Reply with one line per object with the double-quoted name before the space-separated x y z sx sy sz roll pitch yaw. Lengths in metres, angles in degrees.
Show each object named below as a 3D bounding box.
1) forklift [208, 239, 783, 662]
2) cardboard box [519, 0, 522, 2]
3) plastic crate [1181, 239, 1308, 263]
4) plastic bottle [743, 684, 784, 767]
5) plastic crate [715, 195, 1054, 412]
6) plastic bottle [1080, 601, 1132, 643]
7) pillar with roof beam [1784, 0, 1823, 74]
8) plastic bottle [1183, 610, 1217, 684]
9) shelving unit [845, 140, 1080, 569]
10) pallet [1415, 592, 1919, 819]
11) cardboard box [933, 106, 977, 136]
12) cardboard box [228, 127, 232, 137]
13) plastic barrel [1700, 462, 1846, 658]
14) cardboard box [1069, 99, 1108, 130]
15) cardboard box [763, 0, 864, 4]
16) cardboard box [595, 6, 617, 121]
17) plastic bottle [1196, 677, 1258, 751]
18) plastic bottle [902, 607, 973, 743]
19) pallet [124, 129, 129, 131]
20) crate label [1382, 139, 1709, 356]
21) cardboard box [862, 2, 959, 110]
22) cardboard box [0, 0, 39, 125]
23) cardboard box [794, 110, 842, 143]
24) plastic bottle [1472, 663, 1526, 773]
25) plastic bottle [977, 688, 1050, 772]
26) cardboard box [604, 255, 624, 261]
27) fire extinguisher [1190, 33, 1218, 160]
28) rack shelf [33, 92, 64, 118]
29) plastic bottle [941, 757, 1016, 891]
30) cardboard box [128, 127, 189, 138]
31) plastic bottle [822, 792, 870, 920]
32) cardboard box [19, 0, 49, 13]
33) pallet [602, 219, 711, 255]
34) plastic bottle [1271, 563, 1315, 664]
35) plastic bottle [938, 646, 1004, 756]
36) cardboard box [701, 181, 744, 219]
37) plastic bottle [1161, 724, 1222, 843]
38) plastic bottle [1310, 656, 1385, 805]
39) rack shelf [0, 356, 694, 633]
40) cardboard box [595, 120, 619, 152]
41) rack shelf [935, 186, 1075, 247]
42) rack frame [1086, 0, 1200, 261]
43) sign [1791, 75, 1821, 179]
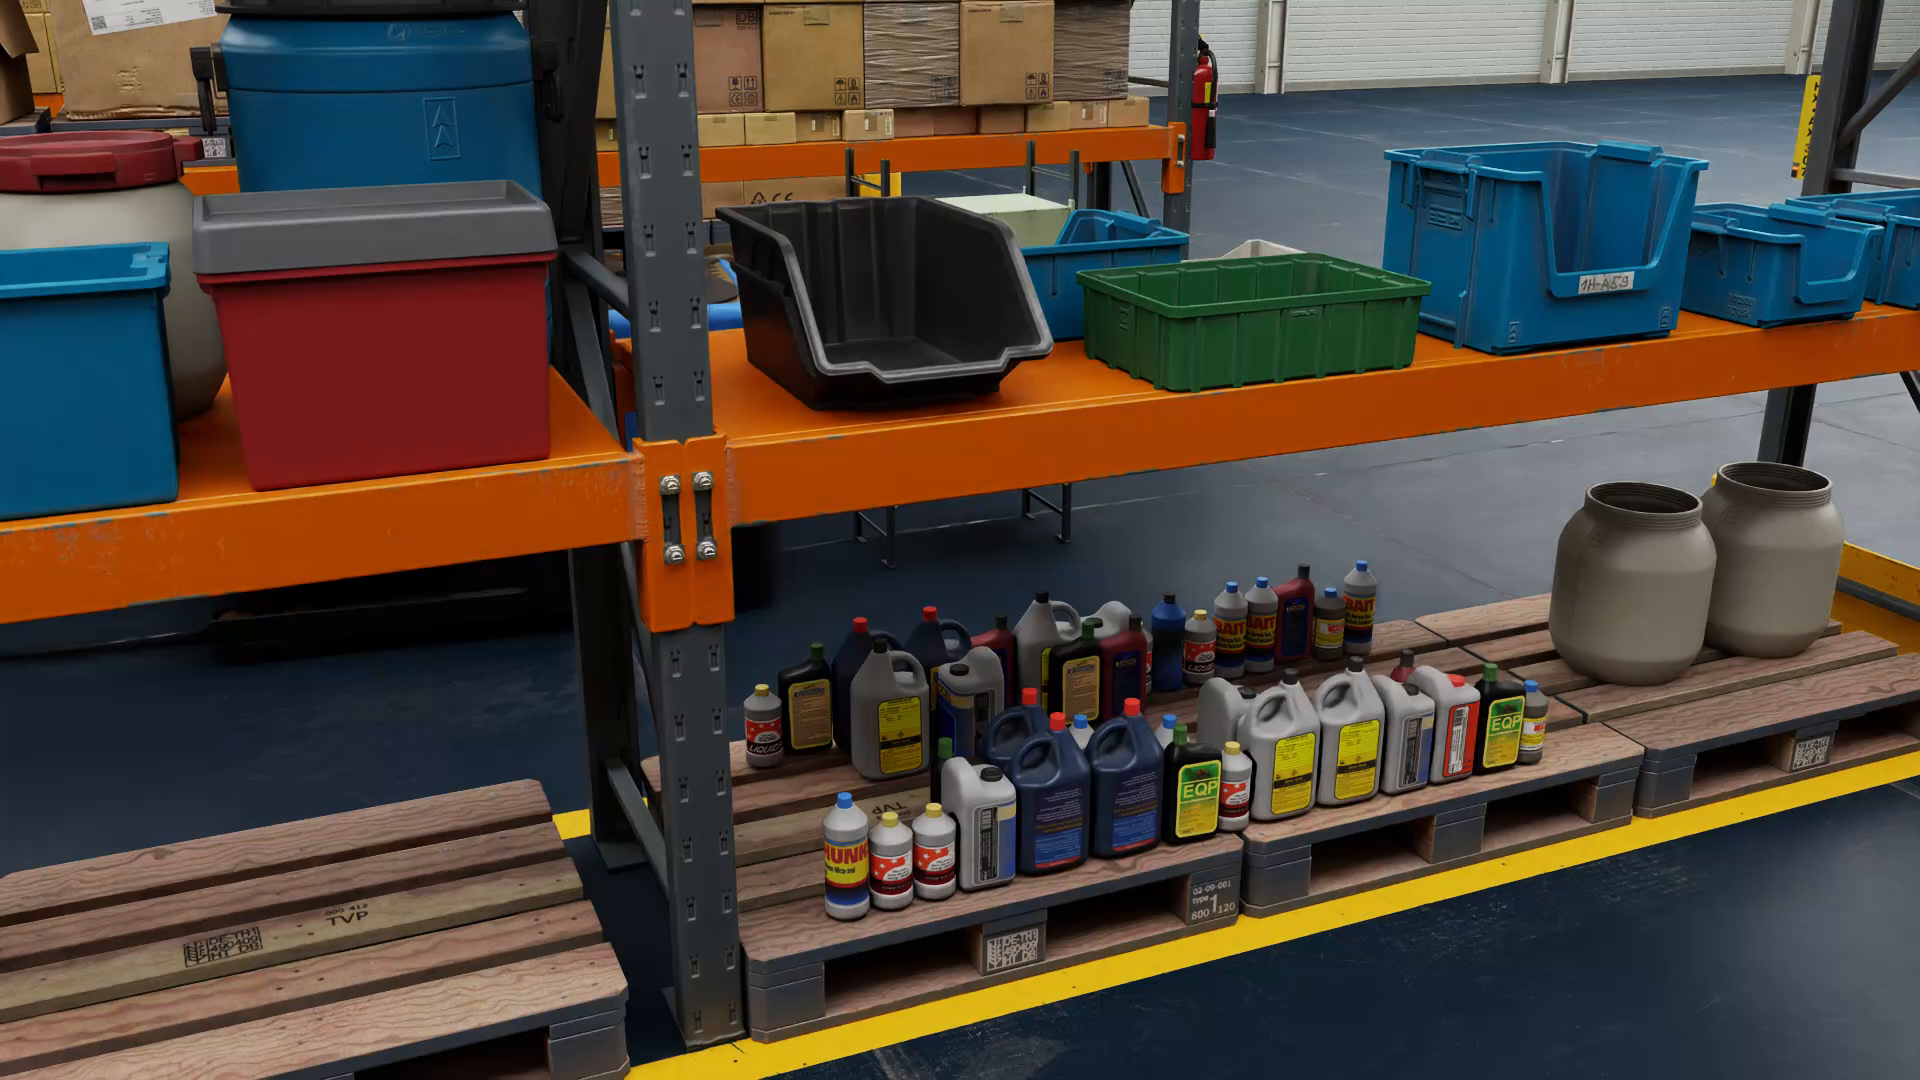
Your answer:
"forklift" -2.205 -1.182 5.465 3.031 2.935 1.130 -5 20 -14
"cardboard box" -2.158 -2.655 7.442 0.500 0.500 0.500 -8 21 -22
"plastic crate" 0.681 -0.670 4.306 0.437 0.136 0.530 -8 21 -22
"plastic bottle" -0.500 0.466 4.233 0.097 0.201 0.097 0 19 0
"plastic crate" -0.179 -0.505 3.532 0.504 0.338 0.767 -8 21 -22
"plastic bottle" 0.391 0.313 4.555 0.135 0.276 0.152 -8 21 -21
"pillar with roof beam" 17.852 -11.933 26.863 0.400 9.000 9.100 -8 21 -22
"plastic bottle" 0.677 0.297 4.712 0.097 0.201 0.097 0 19 0
"shelving unit" 0.006 -0.708 6.275 0.755 1.500 0.431 -8 21 -22
"pallet" 2.164 0.415 5.026 1.213 0.211 1.003 -8 21 -22
"cardboard box" -0.099 -2.192 8.608 0.250 0.149 0.380 -8 21 -22
"cardboard box" -5.078 -2.568 12.053 0.750 0.750 1.050 -8 21 -22
"plastic barrel" 2.389 0.055 4.962 0.421 0.512 0.421 0 19 0
"cardboard box" 0.591 -2.289 8.884 0.250 0.149 0.380 -8 21 -22
"cardboard box" -0.785 -2.856 8.013 0.500 0.500 0.500 -8 21 -22
"cardboard box" -1.761 -2.297 7.931 0.500 0.500 0.875 -8 21 -22
"plastic bottle" 0.678 0.471 4.106 0.135 0.276 0.152 -8 21 -22
"plastic bottle" -0.057 0.340 4.365 0.185 0.351 0.144 -9 21 -25
"pallet" -10.350 -4.964 20.301 1.213 0.211 1.003 -8 21 -22
"crate label" 1.380 -0.722 4.003 0.616 0.435 0.502 -8 21 -22
"cardboard box" -0.403 -2.509 8.533 0.500 0.500 0.875 -8 21 -22
"cardboard box" -4.227 -2.005 6.911 0.637 0.503 0.797 -6 20 -16
"cardboard box" -0.772 -2.080 8.292 0.250 0.149 0.380 -8 21 -22
"plastic bottle" 1.350 0.440 4.183 0.133 0.283 0.061 -8 21 -21
"plastic bottle" 0.139 0.515 3.870 0.185 0.351 0.144 -8 21 -22
"cardboard box" -1.766 -1.151 8.407 0.500 0.500 0.500 -2 19 -5
"fire extinguisher" 1.289 -2.378 8.877 0.183 0.674 0.296 -8 21 -22
"rack shelf" -6.380 -2.938 11.432 4.000 0.370 1.077 -8 21 -22
"plastic bottle" 0.042 0.614 3.699 0.135 0.276 0.152 -7 21 -20
"cardboard box" -7.736 -3.829 16.206 0.625 0.372 0.950 -7 21 -19
"plastic bottle" -0.244 0.667 3.556 0.097 0.271 0.097 0 19 0
"cardboard box" -6.397 -3.791 11.116 0.500 0.500 0.700 -8 21 -22
"pallet" -2.692 -2.463 13.198 1.213 0.211 1.003 -8 21 -22
"plastic bottle" 0.960 0.211 4.832 0.133 0.283 0.061 -8 21 -21
"plastic bottle" 0.025 0.417 4.258 0.135 0.276 0.152 -8 21 -22
"cardboard box" -2.274 -3.036 13.196 0.875 0.875 0.875 -9 21 -23
"plastic bottle" 0.537 0.557 3.853 0.133 0.283 0.061 -7 21 -20
"plastic bottle" 0.930 0.453 4.044 0.185 0.351 0.144 -7 21 -20
"rack shelf" -2.546 0.099 2.808 4.000 0.370 1.077 -8 21 -22
"cardboard box" -1.676 -1.938 7.889 0.250 0.149 0.380 -8 21 -22
"rack shelf" 0.006 -1.076 6.146 0.720 0.370 0.431 -8 21 -22
"rack frame" 1.001 -2.540 9.220 0.127 3.000 1.000 -8 21 -22
"sign" 2.749 -1.329 5.363 0.005 0.325 0.100 -8 21 -22
